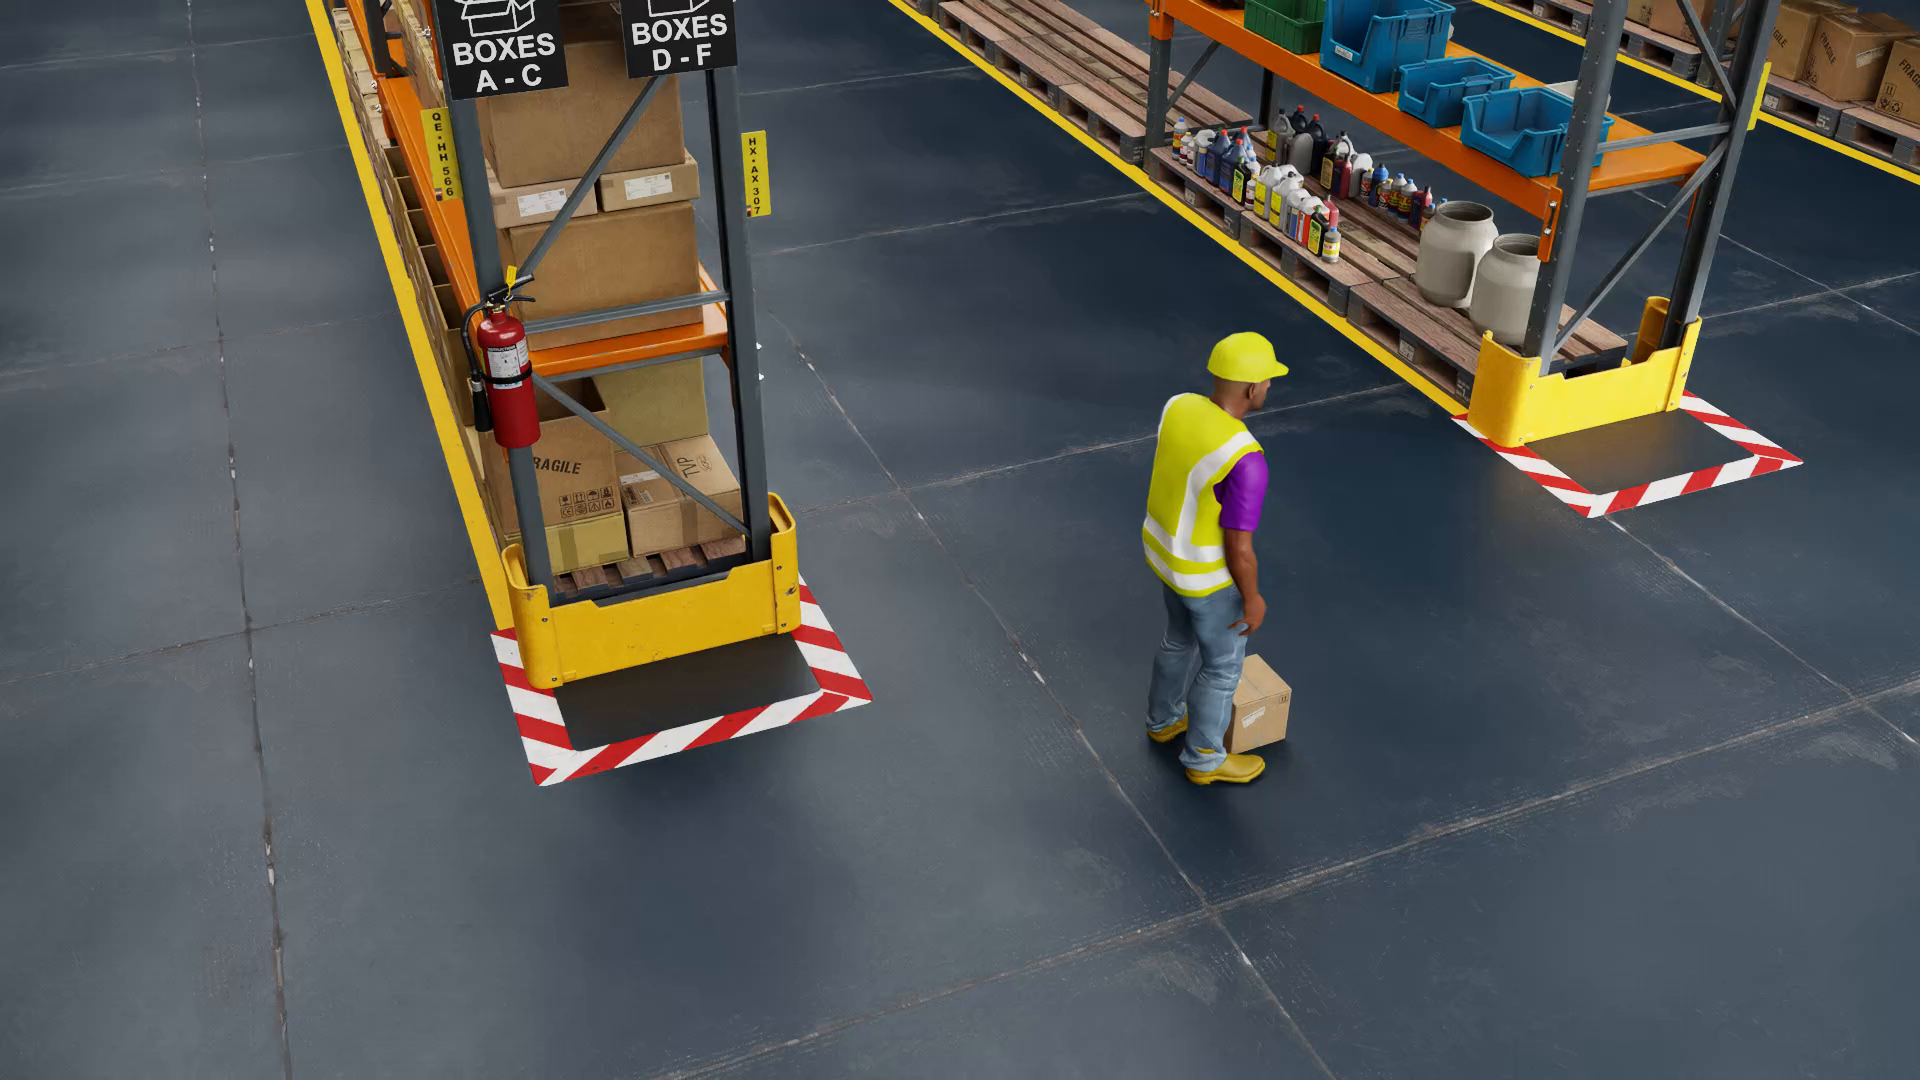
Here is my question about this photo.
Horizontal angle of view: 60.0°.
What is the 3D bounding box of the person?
[{"bbox_3d":[0.907,0.071,6.015,0.460,1.760,0.627,-13,35,-19],"label":"person"}]
